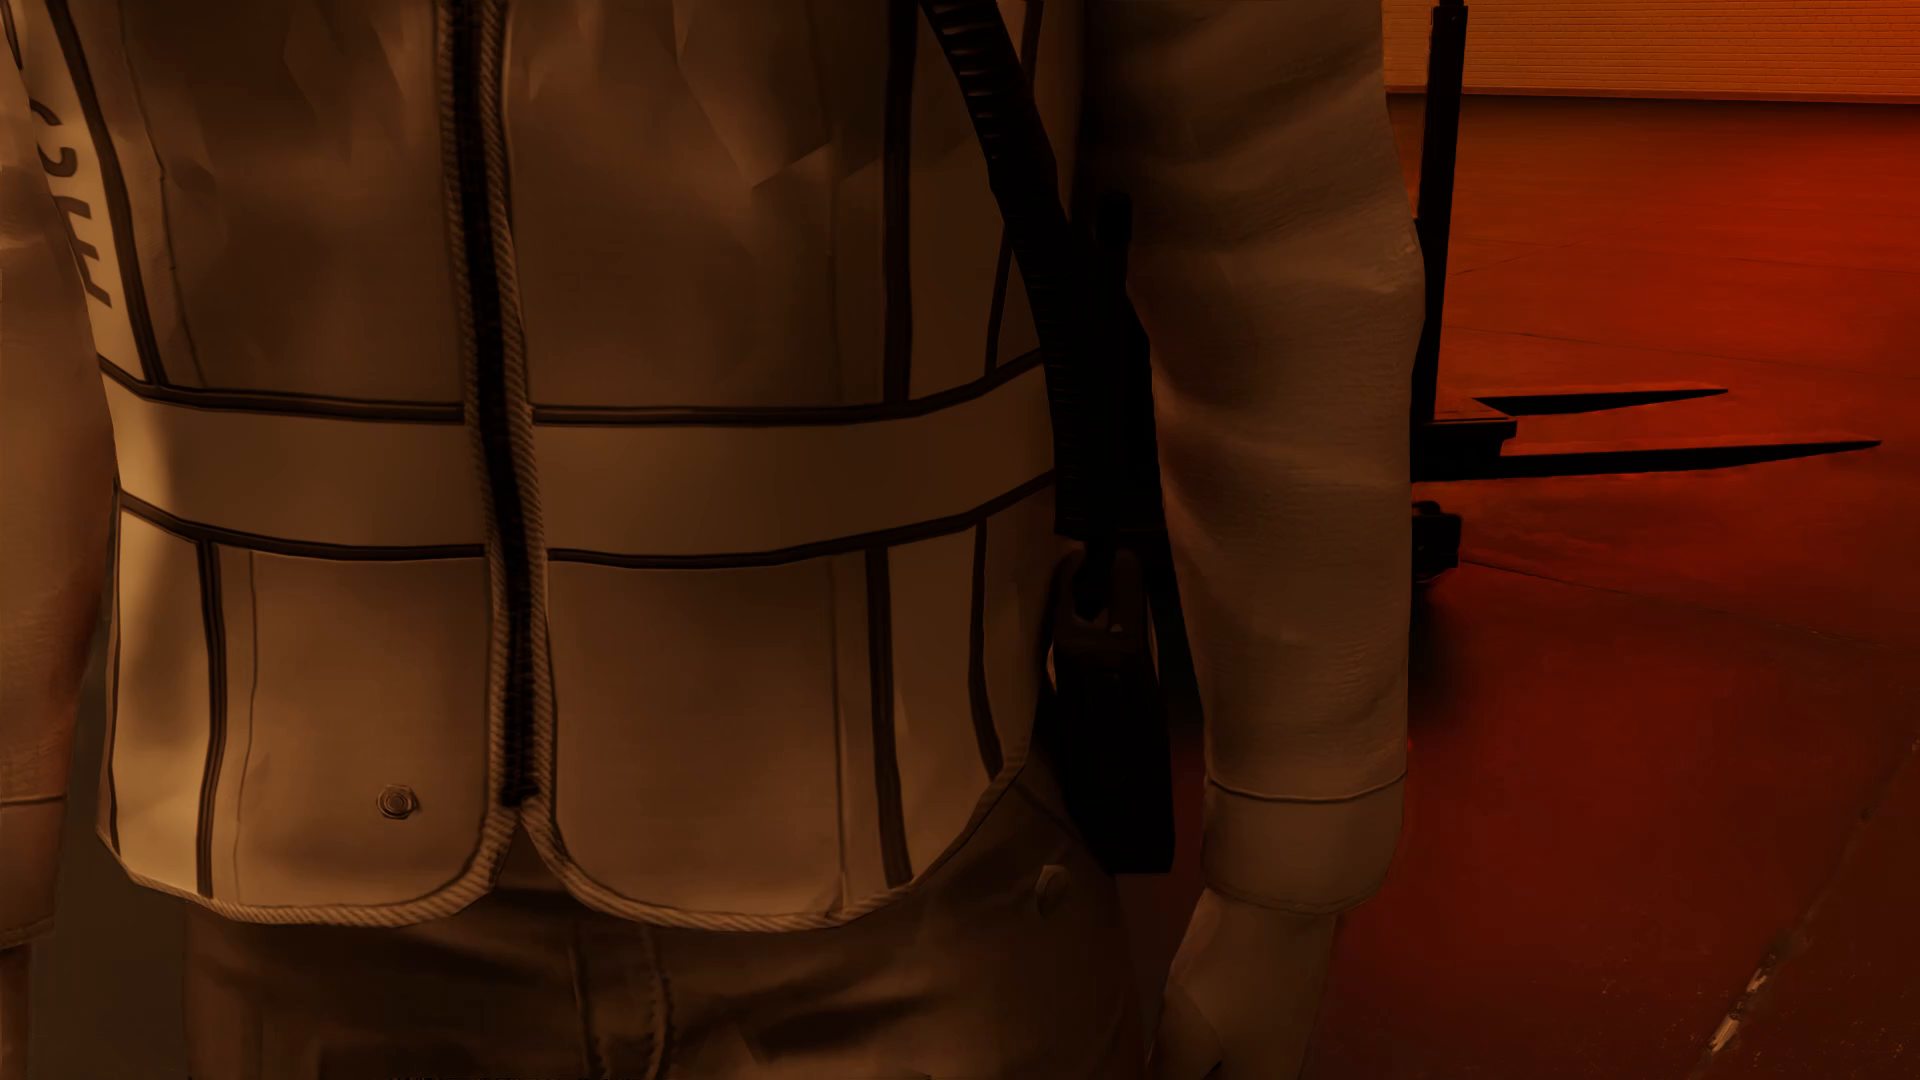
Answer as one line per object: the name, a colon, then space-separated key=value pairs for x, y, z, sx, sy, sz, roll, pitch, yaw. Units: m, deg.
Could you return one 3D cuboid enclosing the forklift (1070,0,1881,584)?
forklift: x=0.638 y=-1.447 z=3.661 sx=3.031 sy=2.935 sz=1.130 roll=-3 pitch=17 yaw=-9
